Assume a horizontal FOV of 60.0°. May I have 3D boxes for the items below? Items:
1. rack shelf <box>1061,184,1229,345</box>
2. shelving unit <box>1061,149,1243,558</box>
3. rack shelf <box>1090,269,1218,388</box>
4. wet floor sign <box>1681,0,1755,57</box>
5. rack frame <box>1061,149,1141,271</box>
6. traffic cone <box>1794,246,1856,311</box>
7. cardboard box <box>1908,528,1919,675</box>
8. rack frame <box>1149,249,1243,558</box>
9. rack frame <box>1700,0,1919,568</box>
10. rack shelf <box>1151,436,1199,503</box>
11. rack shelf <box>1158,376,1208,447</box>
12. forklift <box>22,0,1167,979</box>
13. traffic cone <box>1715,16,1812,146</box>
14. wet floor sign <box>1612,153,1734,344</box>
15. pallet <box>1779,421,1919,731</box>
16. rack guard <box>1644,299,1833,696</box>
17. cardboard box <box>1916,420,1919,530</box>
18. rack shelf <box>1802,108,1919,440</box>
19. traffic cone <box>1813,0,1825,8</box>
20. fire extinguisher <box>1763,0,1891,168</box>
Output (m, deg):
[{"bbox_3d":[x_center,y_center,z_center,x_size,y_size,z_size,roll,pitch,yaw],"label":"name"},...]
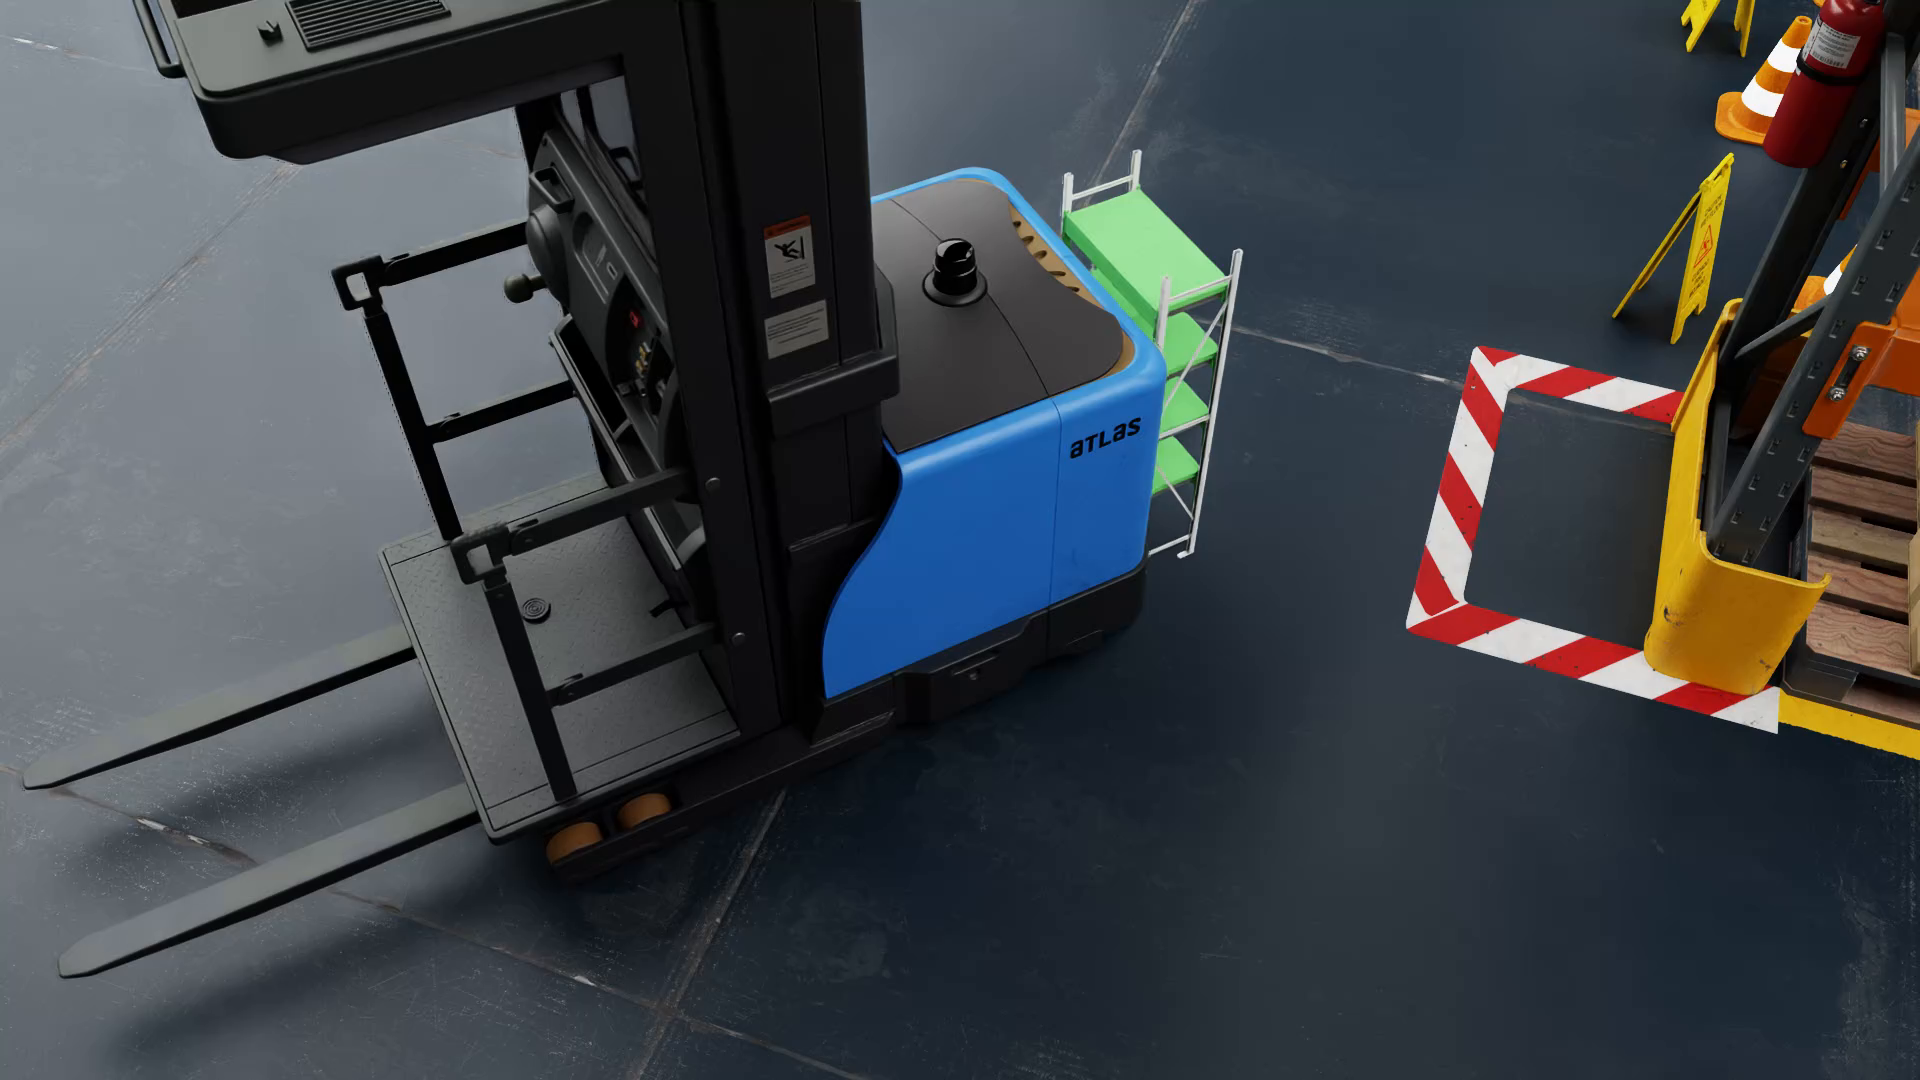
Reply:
[{"bbox_3d":[0.509,-0.750,4.556,0.258,0.148,0.480,-22,53,-18],"label":"rack shelf"},{"bbox_3d":[0.509,-0.478,4.870,0.258,1.200,0.503,-22,53,-18],"label":"shelving unit"},{"bbox_3d":[0.509,-0.593,4.737,0.258,0.148,0.480,-22,53,-18],"label":"rack shelf"},{"bbox_3d":[3.218,-2.360,6.868,0.232,0.644,0.267,8,50,7],"label":"wet floor sign"},{"bbox_3d":[0.392,-0.640,5.011,0.240,1.200,0.015,-22,53,-18],"label":"rack frame"},{"bbox_3d":[3.161,-0.963,5.778,0.334,0.463,0.336,16,51,13],"label":"traffic cone"},{"bbox_3d":[2.971,0.179,4.652,0.500,0.250,0.500,15,51,13],"label":"cardboard box"},{"bbox_3d":[0.625,-0.316,4.730,0.240,1.200,0.015,-22,53,-18],"label":"rack frame"},{"bbox_3d":[2.311,-0.992,4.124,0.127,3.000,1.000,16,51,13],"label":"rack frame"},{"bbox_3d":[0.509,-0.279,5.100,0.258,0.148,0.480,-22,53,-18],"label":"rack shelf"},{"bbox_3d":[0.509,-0.436,4.918,0.258,0.148,0.480,-22,53,-18],"label":"rack shelf"},{"bbox_3d":[-1.000,-0.508,3.751,3.031,2.935,1.130,-22,53,-18],"label":"forklift"},{"bbox_3d":[3.227,-1.838,6.537,0.334,0.463,0.336,16,51,13],"label":"traffic cone"},{"bbox_3d":[2.503,-1.029,5.715,0.232,0.644,0.267,33,57,25],"label":"wet floor sign"},{"bbox_3d":[3.132,0.179,4.955,1.213,0.211,1.003,16,51,13],"label":"pallet"},{"bbox_3d":[2.382,-0.153,5.052,0.348,0.500,1.175,16,51,13],"label":"rack guard"},{"bbox_3d":[3.185,-0.201,4.981,0.500,0.250,0.500,15,51,13],"label":"cardboard box"},{"bbox_3d":[4.187,-0.232,3.942,4.000,0.370,1.077,16,51,13],"label":"rack shelf"},{"bbox_3d":[3.937,-2.550,7.154,0.334,0.463,0.336,16,51,13],"label":"traffic cone"},{"bbox_3d":[2.363,-1.323,4.463,0.183,0.674,0.296,16,51,13],"label":"fire extinguisher"}]
